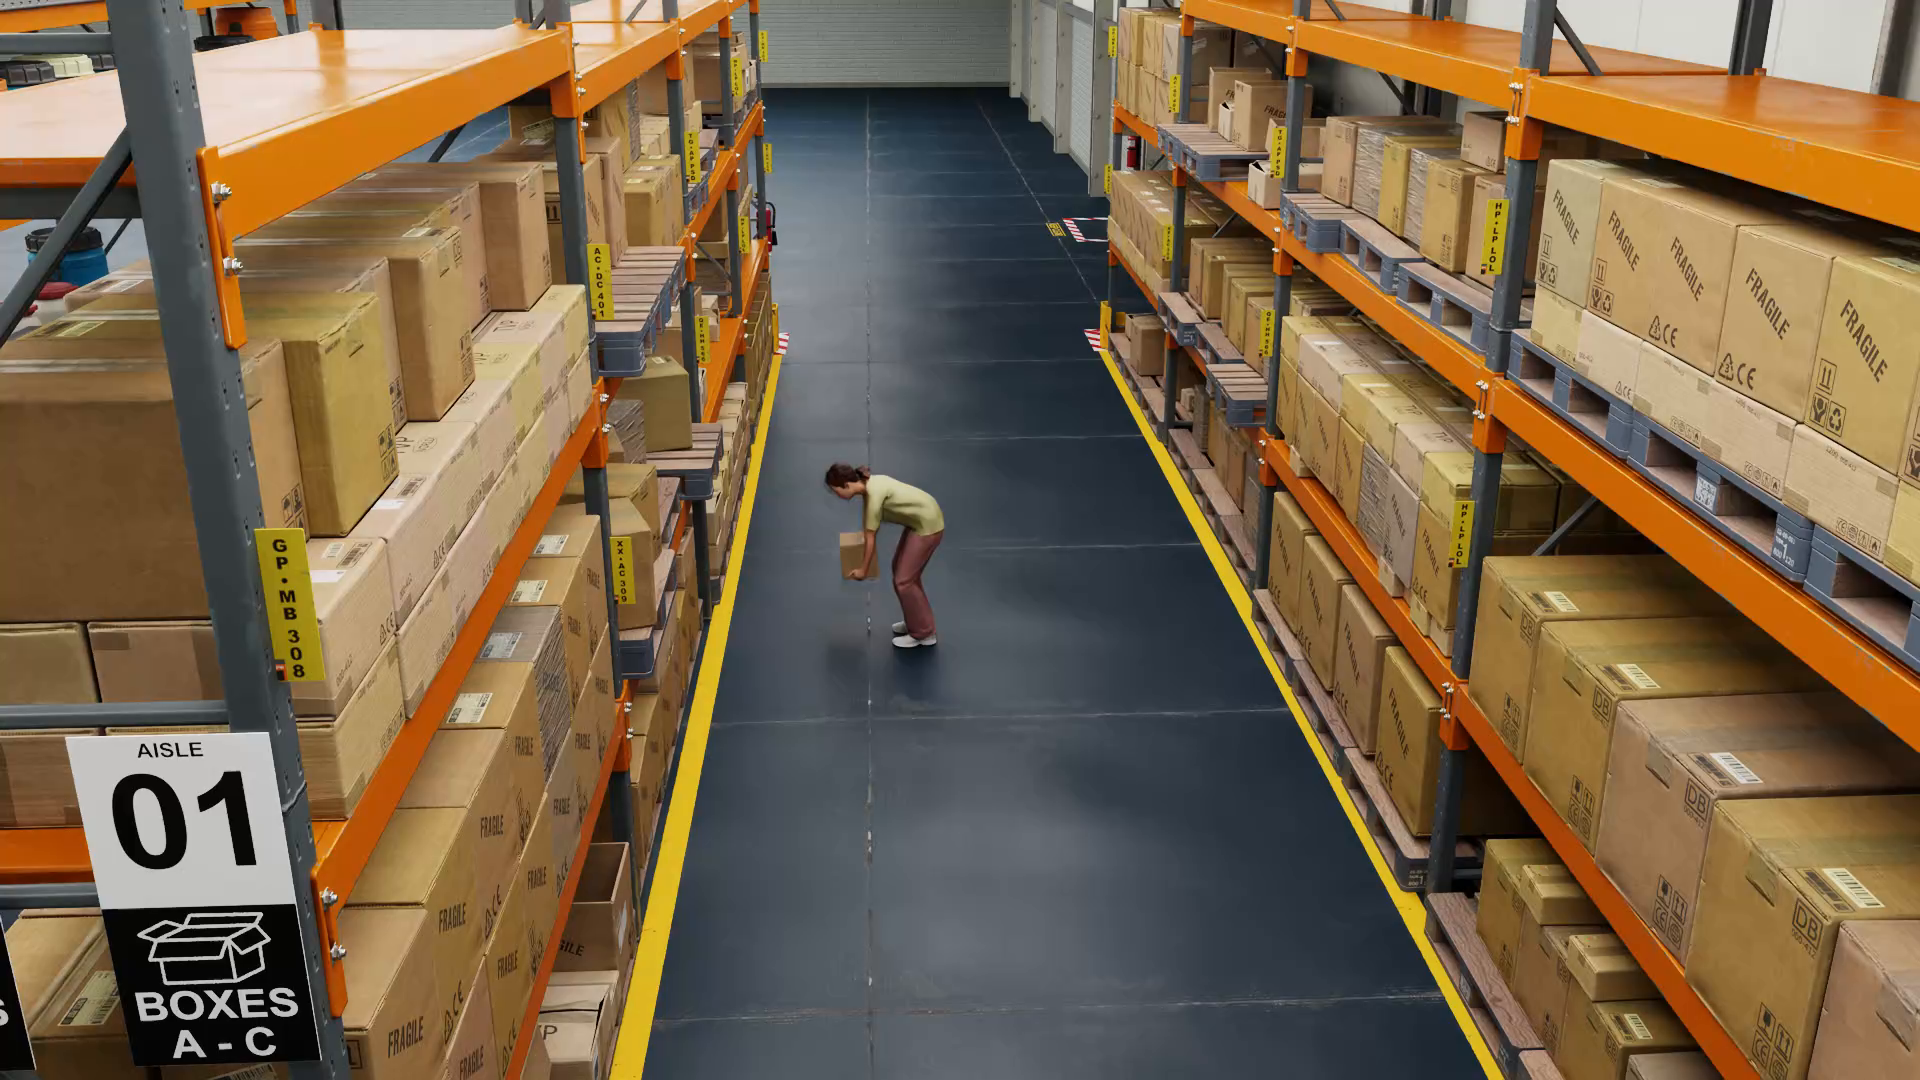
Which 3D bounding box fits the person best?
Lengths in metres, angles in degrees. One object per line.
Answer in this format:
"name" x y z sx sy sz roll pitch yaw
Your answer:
"person" -0.507 0.080 11.395 0.806 1.309 0.425 -2 21 -5
